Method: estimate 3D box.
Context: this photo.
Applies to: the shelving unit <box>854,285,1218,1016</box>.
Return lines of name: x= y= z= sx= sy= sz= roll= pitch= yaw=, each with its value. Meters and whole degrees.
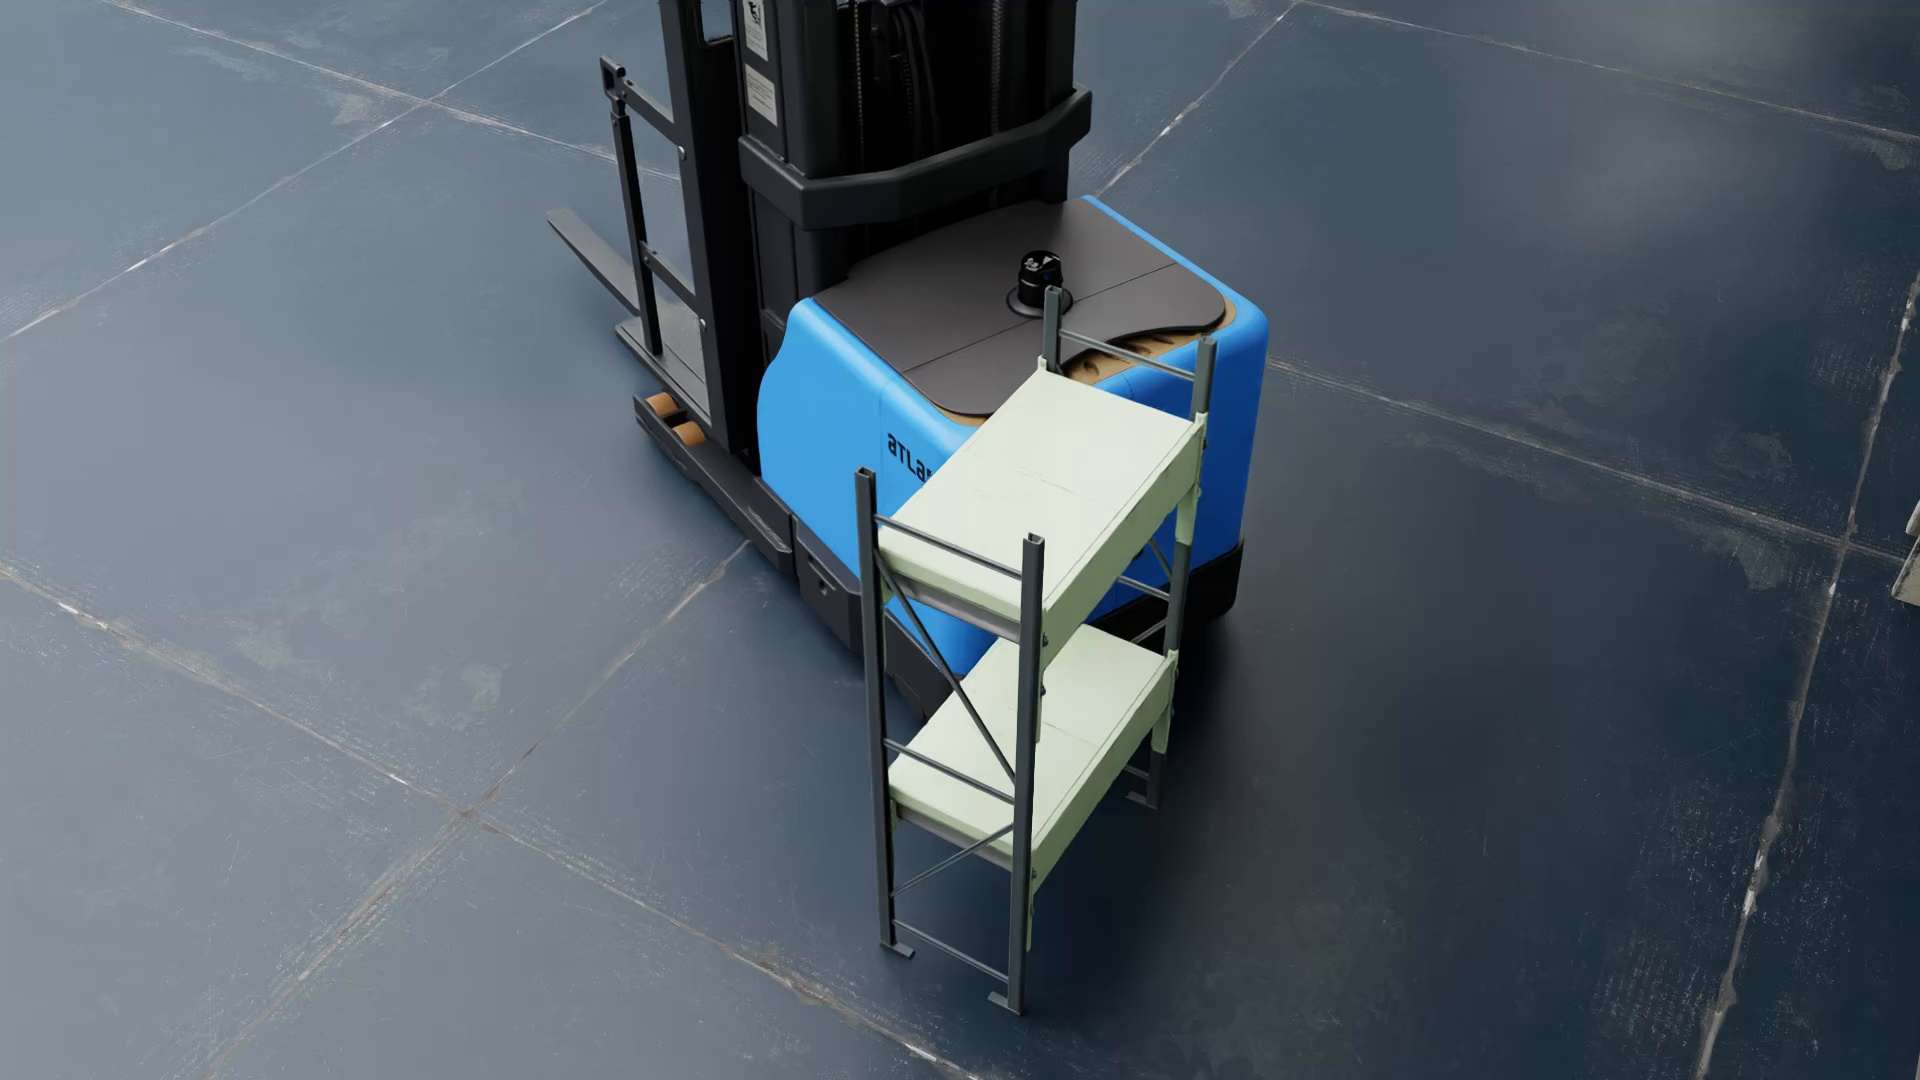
shelving unit: x=0.168 y=0.291 z=3.785 sx=0.431 sy=1.500 sz=0.755 roll=22 pitch=46 yaw=23

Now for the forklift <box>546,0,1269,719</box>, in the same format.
forklift: x=-0.435 y=-1.489 z=4.723 sx=1.130 sy=2.935 sz=3.031 roll=-25 pitch=47 yaw=-25

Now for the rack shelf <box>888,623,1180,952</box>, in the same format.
rack shelf: x=0.168 y=0.535 z=4.001 sx=0.431 sy=0.370 sz=0.720 roll=22 pitch=46 yaw=23

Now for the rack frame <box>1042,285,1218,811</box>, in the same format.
rack frame: x=0.359 y=0.084 z=4.019 sx=0.400 sy=1.500 sz=0.023 roll=22 pitch=46 yaw=23

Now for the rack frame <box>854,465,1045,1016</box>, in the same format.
rack frame: x=-0.023 y=0.497 z=3.551 sx=0.400 sy=1.500 sz=0.023 roll=22 pitch=46 yaw=23

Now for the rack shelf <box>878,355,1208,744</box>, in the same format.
rack shelf: x=0.168 y=-0.002 z=3.527 sx=0.431 sy=0.370 sz=0.720 roll=22 pitch=46 yaw=23
